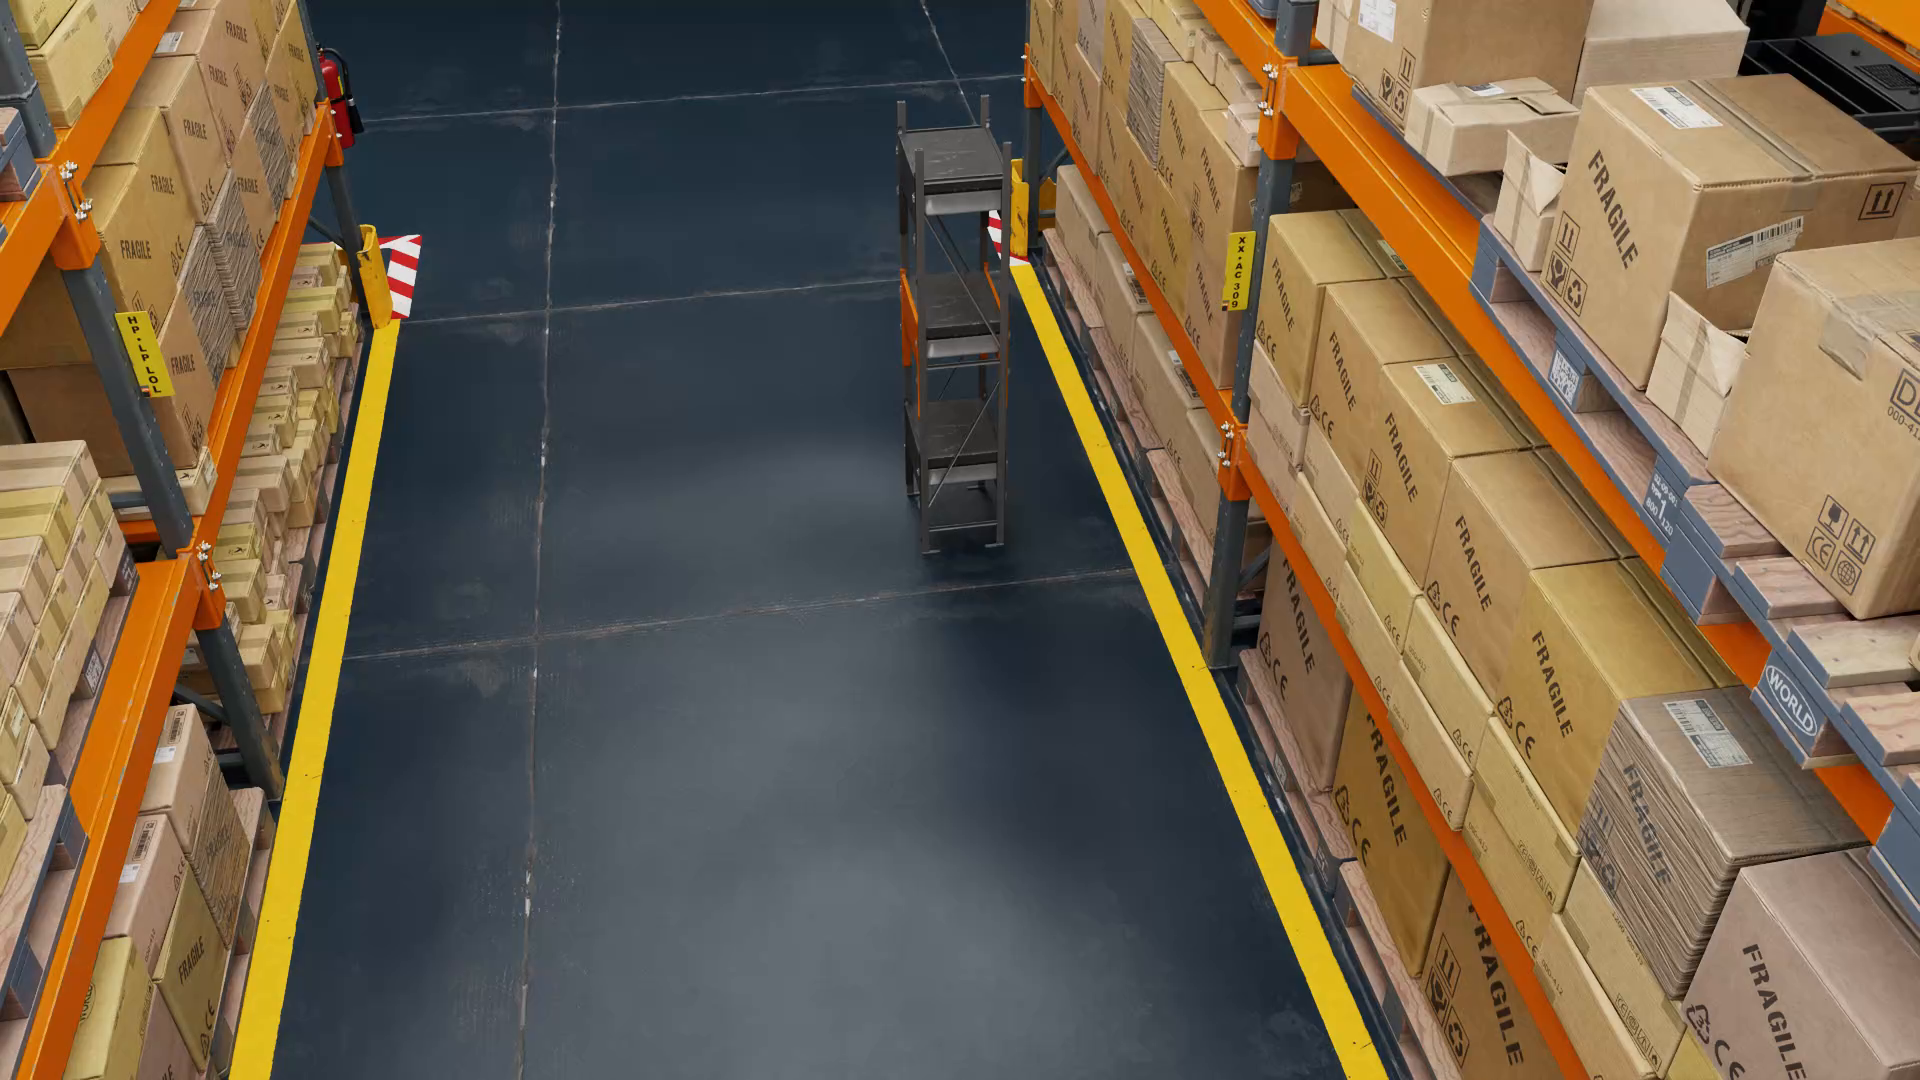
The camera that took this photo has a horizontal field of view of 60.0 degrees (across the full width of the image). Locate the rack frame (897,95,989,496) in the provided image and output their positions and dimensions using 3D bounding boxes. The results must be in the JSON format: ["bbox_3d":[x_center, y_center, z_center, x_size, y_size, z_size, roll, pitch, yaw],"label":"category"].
[{"bbox_3d":[-0.072,-1.077,7.824,0.400,2.100,0.015,-6,38,-8],"label":"rack frame"}]

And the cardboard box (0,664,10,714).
[{"bbox_3d":[-2.827,0.447,4.507,0.380,0.149,0.250,-7,38,-9],"label":"cardboard box"}]

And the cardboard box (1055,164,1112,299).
[{"bbox_3d":[1.101,-1.874,9.863,0.875,0.438,0.875,-7,38,-9],"label":"cardboard box"}]

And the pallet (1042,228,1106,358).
[{"bbox_3d":[1.105,-1.532,9.950,1.003,0.211,1.213,-6,38,-8],"label":"pallet"}]

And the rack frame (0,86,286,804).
[{"bbox_3d":[-3.267,-0.098,5.832,1.000,3.000,0.127,-6,38,-8],"label":"rack frame"}]

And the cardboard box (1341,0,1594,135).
[{"bbox_3d":[1.458,-1.518,4.790,0.500,0.500,0.500,-7,38,-9],"label":"cardboard box"}]

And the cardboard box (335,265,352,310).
[{"bbox_3d":[-3.595,-1.384,9.225,0.380,0.149,0.250,-7,38,-9],"label":"cardboard box"}]

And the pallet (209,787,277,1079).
[{"bbox_3d":[-3.129,1.473,6.082,1.003,0.211,1.213,-6,38,-8],"label":"pallet"}]

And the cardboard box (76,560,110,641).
[{"bbox_3d":[-2.956,0.210,5.297,0.380,0.149,0.250,-6,38,-8],"label":"cardboard box"}]

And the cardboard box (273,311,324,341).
[{"bbox_3d":[-3.485,-1.033,8.531,0.380,0.149,0.250,-8,39,-10],"label":"cardboard box"}]

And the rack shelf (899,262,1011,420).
[{"bbox_3d":[-0.029,-0.918,7.643,0.431,0.518,0.480,-6,38,-8],"label":"rack shelf"}]

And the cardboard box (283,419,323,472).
[{"bbox_3d":[-3.296,-0.439,8.008,0.380,0.149,0.250,-6,38,-7],"label":"cardboard box"}]

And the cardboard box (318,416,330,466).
[{"bbox_3d":[-3.374,-0.483,8.309,0.380,0.149,0.250,-6,38,-7],"label":"cardboard box"}]

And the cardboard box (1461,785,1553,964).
[{"bbox_3d":[1.768,0.893,4.678,0.500,0.250,0.500,-7,38,-8],"label":"cardboard box"}]

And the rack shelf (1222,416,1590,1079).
[{"bbox_3d":[1.939,0.800,5.261,1.077,0.370,4.000,-6,38,-8],"label":"rack shelf"}]

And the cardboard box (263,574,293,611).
[{"bbox_3d":[-3.156,0.302,7.298,0.380,0.149,0.250,-6,38,-8],"label":"cardboard box"}]

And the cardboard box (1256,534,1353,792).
[{"bbox_3d":[1.776,0.347,6.648,0.875,0.875,0.875,-5,38,-7],"label":"cardboard box"}]

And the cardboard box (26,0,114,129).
[{"bbox_3d":[-3.088,-1.532,5.354,0.500,0.250,0.500,-4,38,-6],"label":"cardboard box"}]

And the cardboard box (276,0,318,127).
[{"bbox_3d":[-3.636,-2.428,8.506,0.500,0.500,0.500,-5,38,-7],"label":"cardboard box"}]

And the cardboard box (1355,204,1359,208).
[{"bbox_3d":[1.744,-1.440,6.662,0.500,0.500,0.500,-6,38,-8],"label":"cardboard box"}]

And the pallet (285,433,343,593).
[{"bbox_3d":[-3.637,-0.138,8.155,1.003,0.211,1.213,-6,38,-8],"label":"pallet"}]

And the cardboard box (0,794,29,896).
[{"bbox_3d":[-2.771,0.840,4.486,0.380,0.149,0.250,-5,38,-6],"label":"cardboard box"}]

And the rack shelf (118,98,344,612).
[{"bbox_3d":[-3.618,-1.022,7.607,1.077,0.370,4.000,-6,38,-8],"label":"rack shelf"}]

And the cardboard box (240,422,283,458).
[{"bbox_3d":[-3.368,-0.397,7.713,0.380,0.149,0.250,-8,39,-10],"label":"cardboard box"}]

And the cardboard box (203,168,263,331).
[{"bbox_3d":[-3.252,-1.188,6.910,0.500,0.500,0.500,-7,38,-9],"label":"cardboard box"}]

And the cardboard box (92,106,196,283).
[{"bbox_3d":[-3.212,-1.260,6.188,0.500,0.500,0.500,-7,38,-9],"label":"cardboard box"}]

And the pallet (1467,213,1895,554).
[{"bbox_3d":[1.926,-0.444,3.986,1.003,0.211,1.213,-5,38,-6],"label":"pallet"}]

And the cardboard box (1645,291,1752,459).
[{"bbox_3d":[1.704,-0.367,3.500,0.396,0.266,0.258,-7,38,-9],"label":"cardboard box"}]

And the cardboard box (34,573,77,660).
[{"bbox_3d":[-2.915,0.246,5.009,0.380,0.149,0.250,-5,38,-6],"label":"cardboard box"}]

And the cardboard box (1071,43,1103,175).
[{"bbox_3d":[0.876,-2.215,8.474,0.500,0.500,0.500,-6,38,-8],"label":"cardboard box"}]

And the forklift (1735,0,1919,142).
[{"bbox_3d":[3.129,-1.013,7.065,1.130,2.935,3.031,-5,38,-7],"label":"forklift"}]

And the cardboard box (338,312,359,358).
[{"bbox_3d":[-3.526,-1.115,9.121,0.380,0.149,0.250,-5,38,-7],"label":"cardboard box"}]

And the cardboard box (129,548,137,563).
[{"bbox_3d":[-3.720,0.140,7.021,0.380,0.149,0.250,-7,38,-8],"label":"cardboard box"}]

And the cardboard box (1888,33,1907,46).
[{"bbox_3d":[5.731,-3.013,9.788,0.380,0.149,0.250,-7,38,-9],"label":"cardboard box"}]

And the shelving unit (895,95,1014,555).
[{"bbox_3d":[-0.029,-0.929,7.634,0.431,2.100,0.503,-6,38,-8],"label":"shelving unit"}]

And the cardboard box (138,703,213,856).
[{"bbox_3d":[-2.888,0.849,5.696,0.500,0.250,0.500,-7,38,-9],"label":"cardboard box"}]

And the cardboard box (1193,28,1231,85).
[{"bbox_3d":[1.186,-2.008,6.864,0.380,0.149,0.250,-7,38,-8],"label":"cardboard box"}]

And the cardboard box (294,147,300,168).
[{"bbox_3d":[-3.567,-1.945,8.413,0.380,0.149,0.250,-7,38,-8],"label":"cardboard box"}]

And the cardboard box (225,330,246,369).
[{"bbox_3d":[-3.233,-0.833,6.982,0.380,0.149,0.250,-6,38,-7],"label":"cardboard box"}]

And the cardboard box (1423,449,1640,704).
[{"bbox_3d":[1.682,0.090,4.693,0.500,0.500,0.500,-7,38,-9],"label":"cardboard box"}]

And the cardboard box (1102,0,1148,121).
[{"bbox_3d":[0.975,-2.299,7.768,0.500,0.500,0.500,-6,38,-8],"label":"cardboard box"}]

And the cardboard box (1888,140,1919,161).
[{"bbox_3d":[5.787,-2.444,10.544,0.797,0.503,0.637,-8,38,-10],"label":"cardboard box"}]

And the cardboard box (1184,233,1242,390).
[{"bbox_3d":[1.256,-0.984,6.890,0.500,0.500,0.500,-6,38,-8],"label":"cardboard box"}]

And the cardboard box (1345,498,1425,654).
[{"bbox_3d":[1.569,0.086,5.310,0.500,0.250,0.500,-6,38,-7],"label":"cardboard box"}]

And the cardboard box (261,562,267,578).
[{"bbox_3d":[-3.226,0.204,7.181,0.380,0.149,0.250,-6,38,-8],"label":"cardboard box"}]

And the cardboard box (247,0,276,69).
[{"bbox_3d":[-3.554,-2.511,7.797,0.500,0.500,0.500,-7,38,-9],"label":"cardboard box"}]

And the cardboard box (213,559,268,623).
[{"bbox_3d":[-3.113,0.224,6.914,0.380,0.149,0.250,-4,38,-6],"label":"cardboard box"}]

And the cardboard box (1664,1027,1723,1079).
[{"bbox_3d":[1.955,1.321,3.720,0.500,0.250,0.500,-6,38,-8],"label":"cardboard box"}]

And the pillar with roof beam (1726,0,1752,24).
[{"bbox_3d":[1.950,-7.276,10.180,9.100,9.000,0.400,-6,38,-8],"label":"pillar with roof beam"}]

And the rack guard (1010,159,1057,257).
[{"bbox_3d":[0.883,-2.135,10.491,1.175,0.500,0.348,-6,38,-8],"label":"rack guard"}]

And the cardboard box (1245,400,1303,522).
[{"bbox_3d":[1.406,-0.338,6.263,0.500,0.250,0.500,-7,38,-9],"label":"cardboard box"}]

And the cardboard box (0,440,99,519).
[{"bbox_3d":[-3.004,-0.179,5.312,0.380,0.149,0.250,-5,38,-6],"label":"cardboard box"}]
